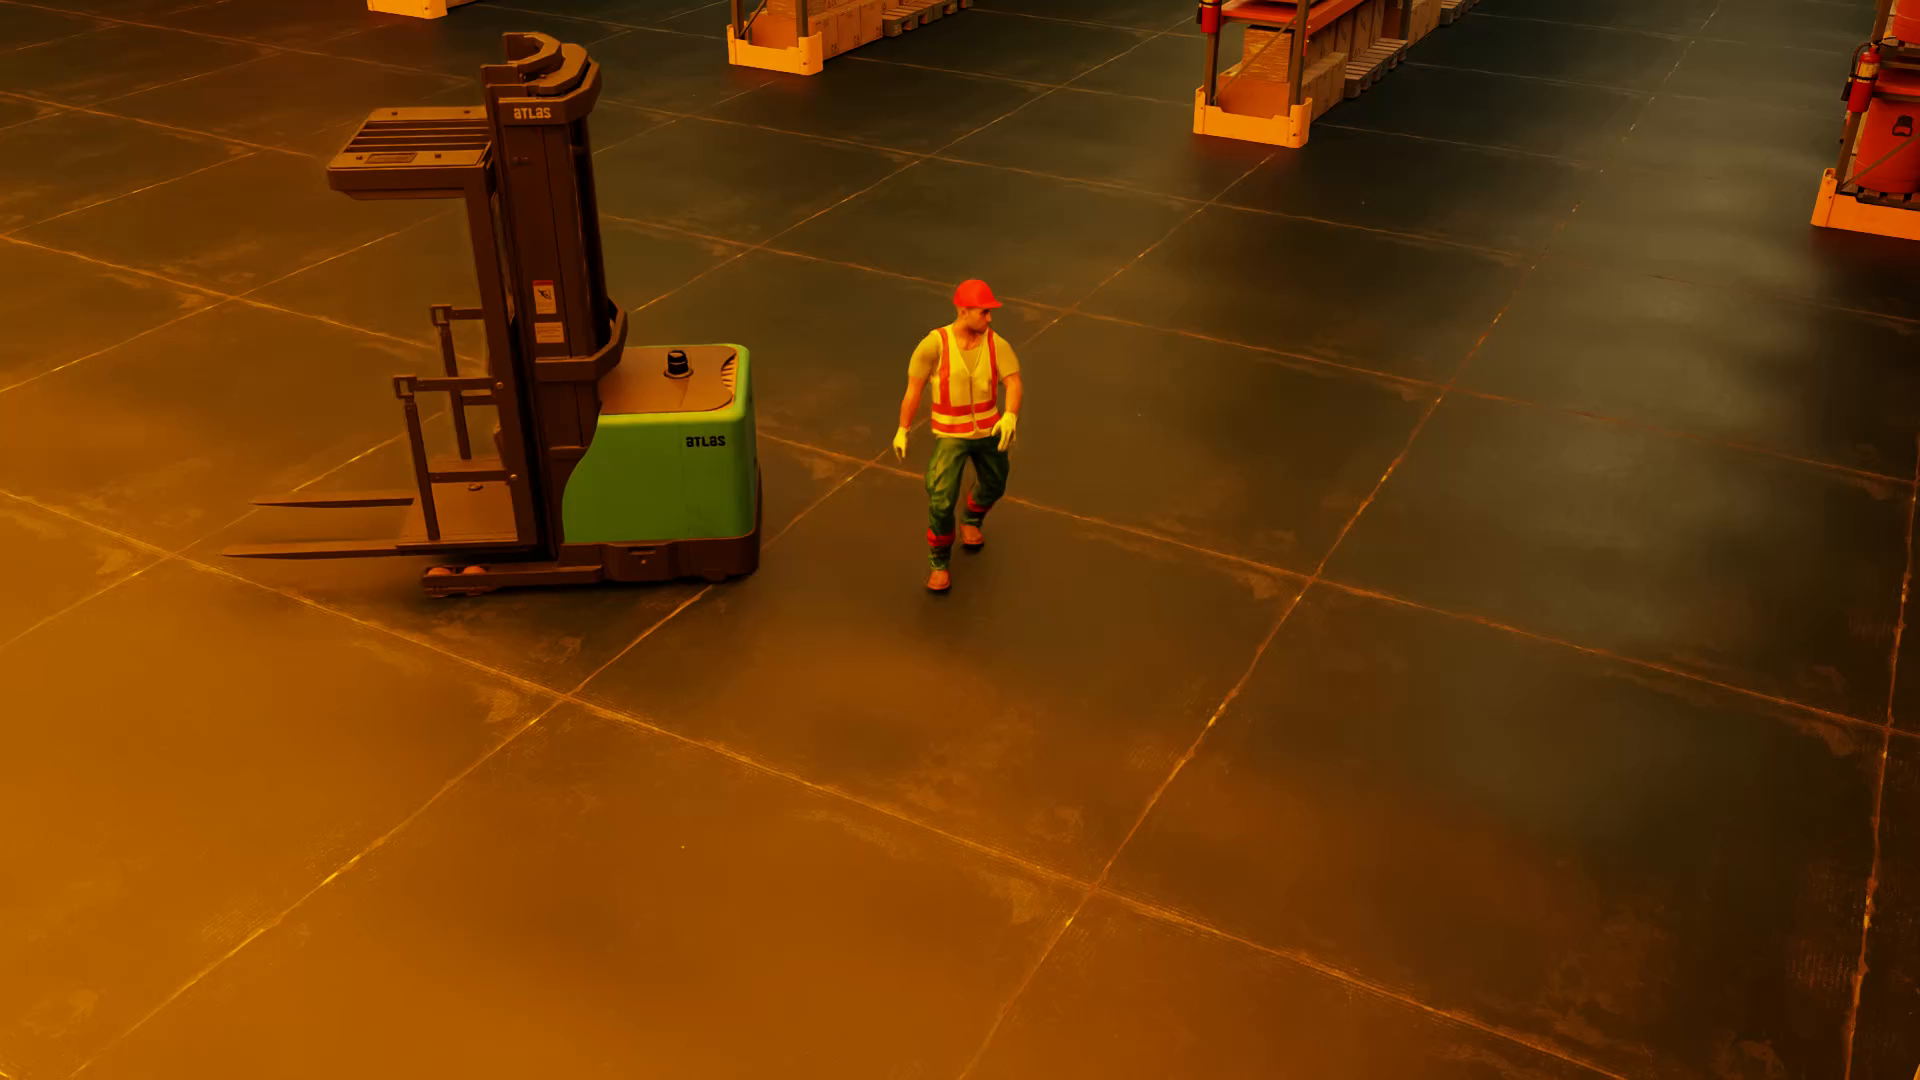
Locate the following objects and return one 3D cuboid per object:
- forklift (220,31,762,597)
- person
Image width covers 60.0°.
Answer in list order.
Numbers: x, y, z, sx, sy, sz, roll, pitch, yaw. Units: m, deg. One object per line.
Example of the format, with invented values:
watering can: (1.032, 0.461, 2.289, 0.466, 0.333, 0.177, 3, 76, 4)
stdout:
forklift: (-2.710, -1.219, 9.183, 3.031, 2.935, 1.130, -2, 30, -4)
person: (-0.001, -0.581, 9.318, 0.722, 1.704, 0.818, -13, 32, -21)
